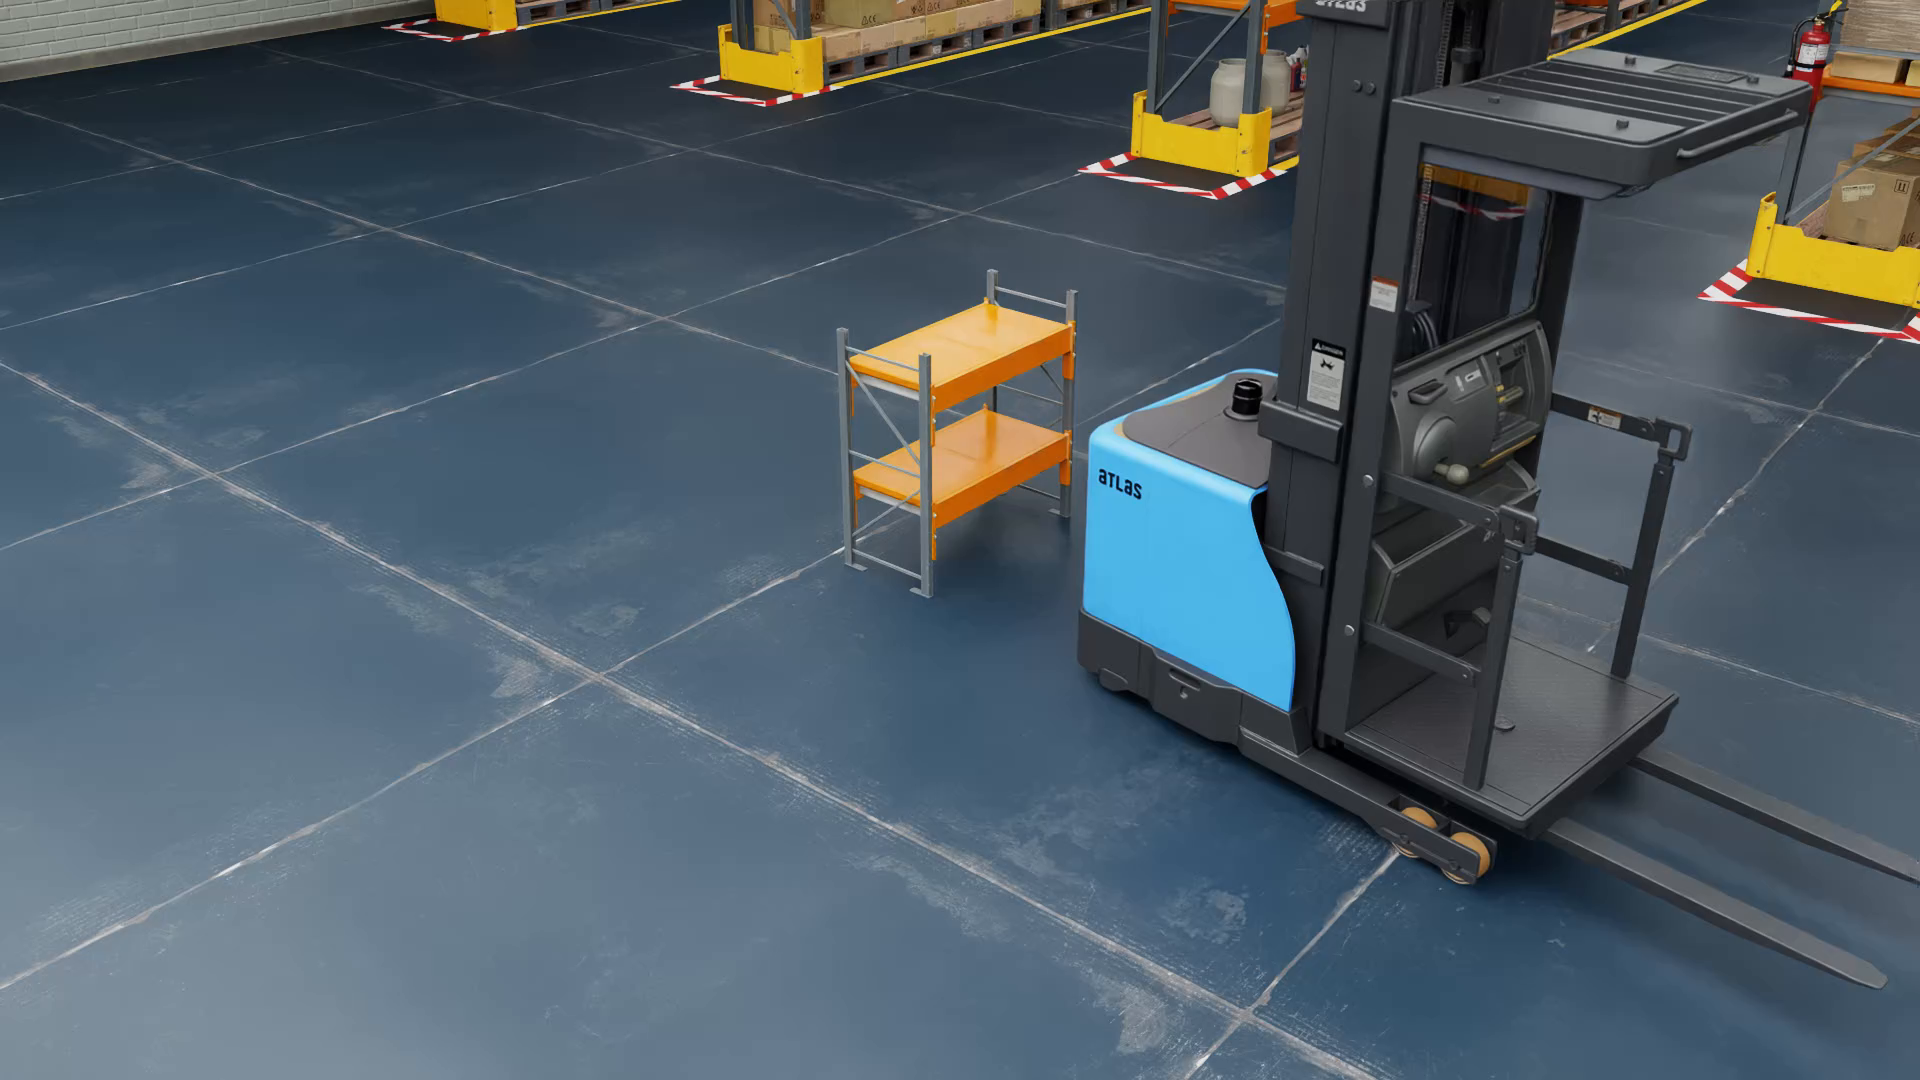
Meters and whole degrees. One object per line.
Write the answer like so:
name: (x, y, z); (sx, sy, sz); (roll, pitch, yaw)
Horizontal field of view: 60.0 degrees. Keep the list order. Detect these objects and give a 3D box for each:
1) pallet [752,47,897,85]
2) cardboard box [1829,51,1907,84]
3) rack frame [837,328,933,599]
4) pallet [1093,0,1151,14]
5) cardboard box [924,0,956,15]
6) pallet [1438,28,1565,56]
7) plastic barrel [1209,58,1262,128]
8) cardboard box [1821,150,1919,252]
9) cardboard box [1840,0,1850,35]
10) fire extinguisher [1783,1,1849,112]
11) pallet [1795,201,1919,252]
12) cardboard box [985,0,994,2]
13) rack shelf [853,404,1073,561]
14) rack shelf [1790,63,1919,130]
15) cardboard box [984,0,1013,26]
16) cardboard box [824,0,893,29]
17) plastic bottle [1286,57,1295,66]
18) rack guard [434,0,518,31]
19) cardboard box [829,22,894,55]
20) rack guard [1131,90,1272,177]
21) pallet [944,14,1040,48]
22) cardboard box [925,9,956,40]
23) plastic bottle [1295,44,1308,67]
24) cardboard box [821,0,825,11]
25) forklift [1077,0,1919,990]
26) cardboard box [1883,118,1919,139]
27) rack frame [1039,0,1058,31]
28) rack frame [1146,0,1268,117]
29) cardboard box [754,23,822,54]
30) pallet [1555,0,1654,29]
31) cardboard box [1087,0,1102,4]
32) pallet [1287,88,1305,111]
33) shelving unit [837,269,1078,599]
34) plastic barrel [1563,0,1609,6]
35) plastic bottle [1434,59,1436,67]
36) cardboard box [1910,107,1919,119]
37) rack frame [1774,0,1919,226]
pallet: (-1.402, -4.928, 17.045); (1.003, 0.211, 1.213); (21, 34, 34)
cardboard box: (5.808, -3.036, 10.627); (0.380, 0.149, 0.250); (21, 34, 34)
rack frame: (-0.319, -0.322, 7.148); (0.500, 1.125, 0.032); (21, 34, 34)
pallet: (1.903, -6.769, 20.606); (1.003, 0.211, 1.213); (21, 34, 34)
cardboard box: (-0.387, -5.837, 17.488); (0.500, 0.500, 0.500); (21, 34, 34)
pallet: (5.754, -5.338, 17.838); (1.003, 0.211, 1.213); (21, 34, 34)
plastic barrel: (2.324, -3.771, 14.025); (0.421, 0.512, 0.421); (0, 27, 0)
cardboard box: (6.196, -2.279, 11.154); (0.500, 0.500, 0.500); (-21, 34, -35)
cardboard box: (6.382, -3.562, 10.938); (0.875, 0.500, 0.500); (21, 34, 34)
fire extinguisher: (5.358, -3.046, 10.457); (0.296, 0.674, 0.183); (21, 34, 34)
pallet: (6.378, -2.052, 11.487); (1.003, 0.211, 1.213); (21, 34, 34)
cardboard box: (0.235, -6.197, 18.184); (0.500, 0.500, 0.500); (21, 34, 34)
rack shelf: (0.004, -0.285, 7.609); (0.538, 0.278, 1.000); (21, 34, 34)
rack shelf: (7.058, -3.376, 11.794); (1.077, 0.370, 4.000); (21, 34, 34)
cardboard box: (0.237, -5.863, 18.355); (0.500, 0.250, 0.500); (21, 34, 34)
cardboard box: (-1.026, -5.484, 16.805); (0.500, 0.500, 0.500); (21, 34, 34)
plastic bottle: (2.975, -4.280, 15.244); (0.152, 0.276, 0.135); (21, 34, 35)
rack guard: (-5.632, -6.246, 19.279); (1.175, 0.500, 0.348); (21, 34, 34)
cardboard box: (-1.028, -5.151, 16.979); (0.500, 0.250, 0.500); (21, 34, 34)
rack guard: (1.976, -3.364, 13.709); (1.175, 0.500, 0.348); (21, 34, 34)
pallet: (0.150, -5.793, 18.717); (1.003, 0.211, 1.213); (21, 34, 34)
cardboard box: (-0.388, -5.504, 17.661); (0.500, 0.250, 0.500); (21, 34, 34)
plastic bottle: (3.166, -4.422, 15.438); (0.144, 0.351, 0.185); (22, 35, 36)
cardboard box: (-1.119, -5.817, 17.449); (0.500, 0.500, 0.500); (21, 34, 34)
forklift: (1.847, -0.425, 5.381); (1.130, 2.935, 3.031); (-23, 35, -38)
cardboard box: (6.963, -2.717, 12.001); (0.500, 0.500, 0.500); (25, 36, 39)
rack frame: (0.689, -7.301, 18.598); (1.000, 3.000, 0.127); (21, 34, 34)
rack frame: (1.964, -4.434, 13.056); (1.000, 3.000, 0.127); (21, 34, 34)
cardboard box: (-1.743, -5.124, 16.926); (0.500, 0.250, 0.500); (21, 34, 34)
pallet: (7.522, -6.323, 19.743); (1.003, 0.211, 1.213); (21, 34, 34)
cardboard box: (1.463, -6.517, 19.619); (0.500, 0.250, 0.500); (22, 34, 36)
pallet: (3.273, -3.953, 15.161); (1.003, 0.211, 1.213); (21, 34, 34)
shelving unit: (0.004, -0.502, 7.496); (0.538, 1.125, 1.048); (21, 34, 34)
plastic barrel: (7.351, -6.671, 19.286); (0.600, 0.830, 0.708); (21, 34, 34)
plastic bottle: (4.518, -4.585, 15.914); (0.097, 0.201, 0.097); (0, 27, 0)
cardboard box: (7.687, -3.145, 12.828); (0.500, 0.500, 0.500); (-16, 31, -28)
rack frame: (5.786, -2.986, 10.258); (1.000, 3.000, 0.127); (21, 34, 34)
